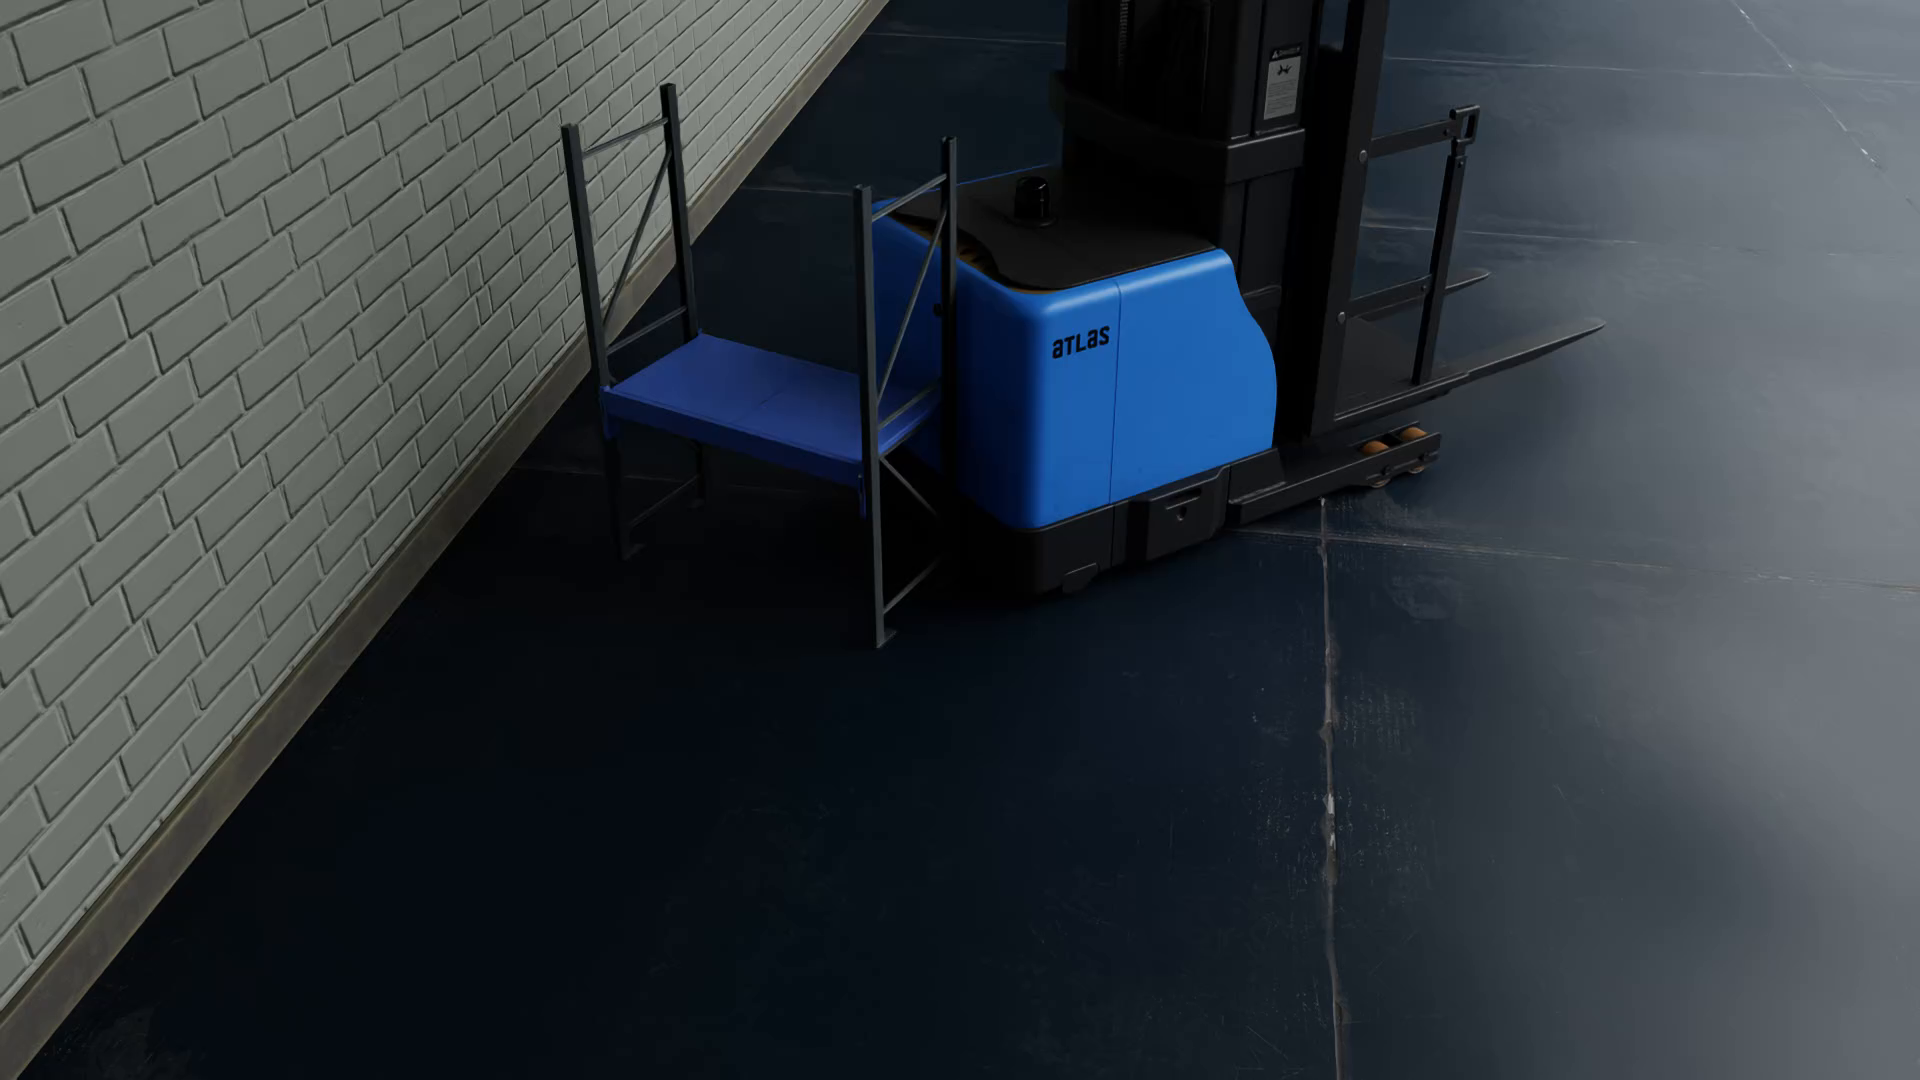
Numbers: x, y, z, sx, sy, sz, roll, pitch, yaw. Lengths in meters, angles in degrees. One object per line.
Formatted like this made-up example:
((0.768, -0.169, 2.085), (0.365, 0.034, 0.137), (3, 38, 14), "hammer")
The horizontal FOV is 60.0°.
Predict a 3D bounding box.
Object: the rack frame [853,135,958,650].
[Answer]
((-0.147, -0.410, 4.991), (0.032, 1.500, 0.500), (17, 36, 25), "rack frame")

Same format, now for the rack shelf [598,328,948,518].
((-0.587, -0.392, 5.302), (1.000, 0.185, 0.538), (17, 36, 25), "rack shelf")

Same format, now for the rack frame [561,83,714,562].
((-1.027, -0.680, 5.423), (0.032, 1.500, 0.500), (17, 36, 25), "rack frame")

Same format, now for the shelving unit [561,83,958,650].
((-0.587, -0.545, 5.207), (1.048, 1.500, 0.538), (17, 36, 25), "shelving unit")

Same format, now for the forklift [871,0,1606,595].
((1.167, -1.650, 5.623), (3.031, 2.935, 1.130), (-19, 37, -27), "forklift")
